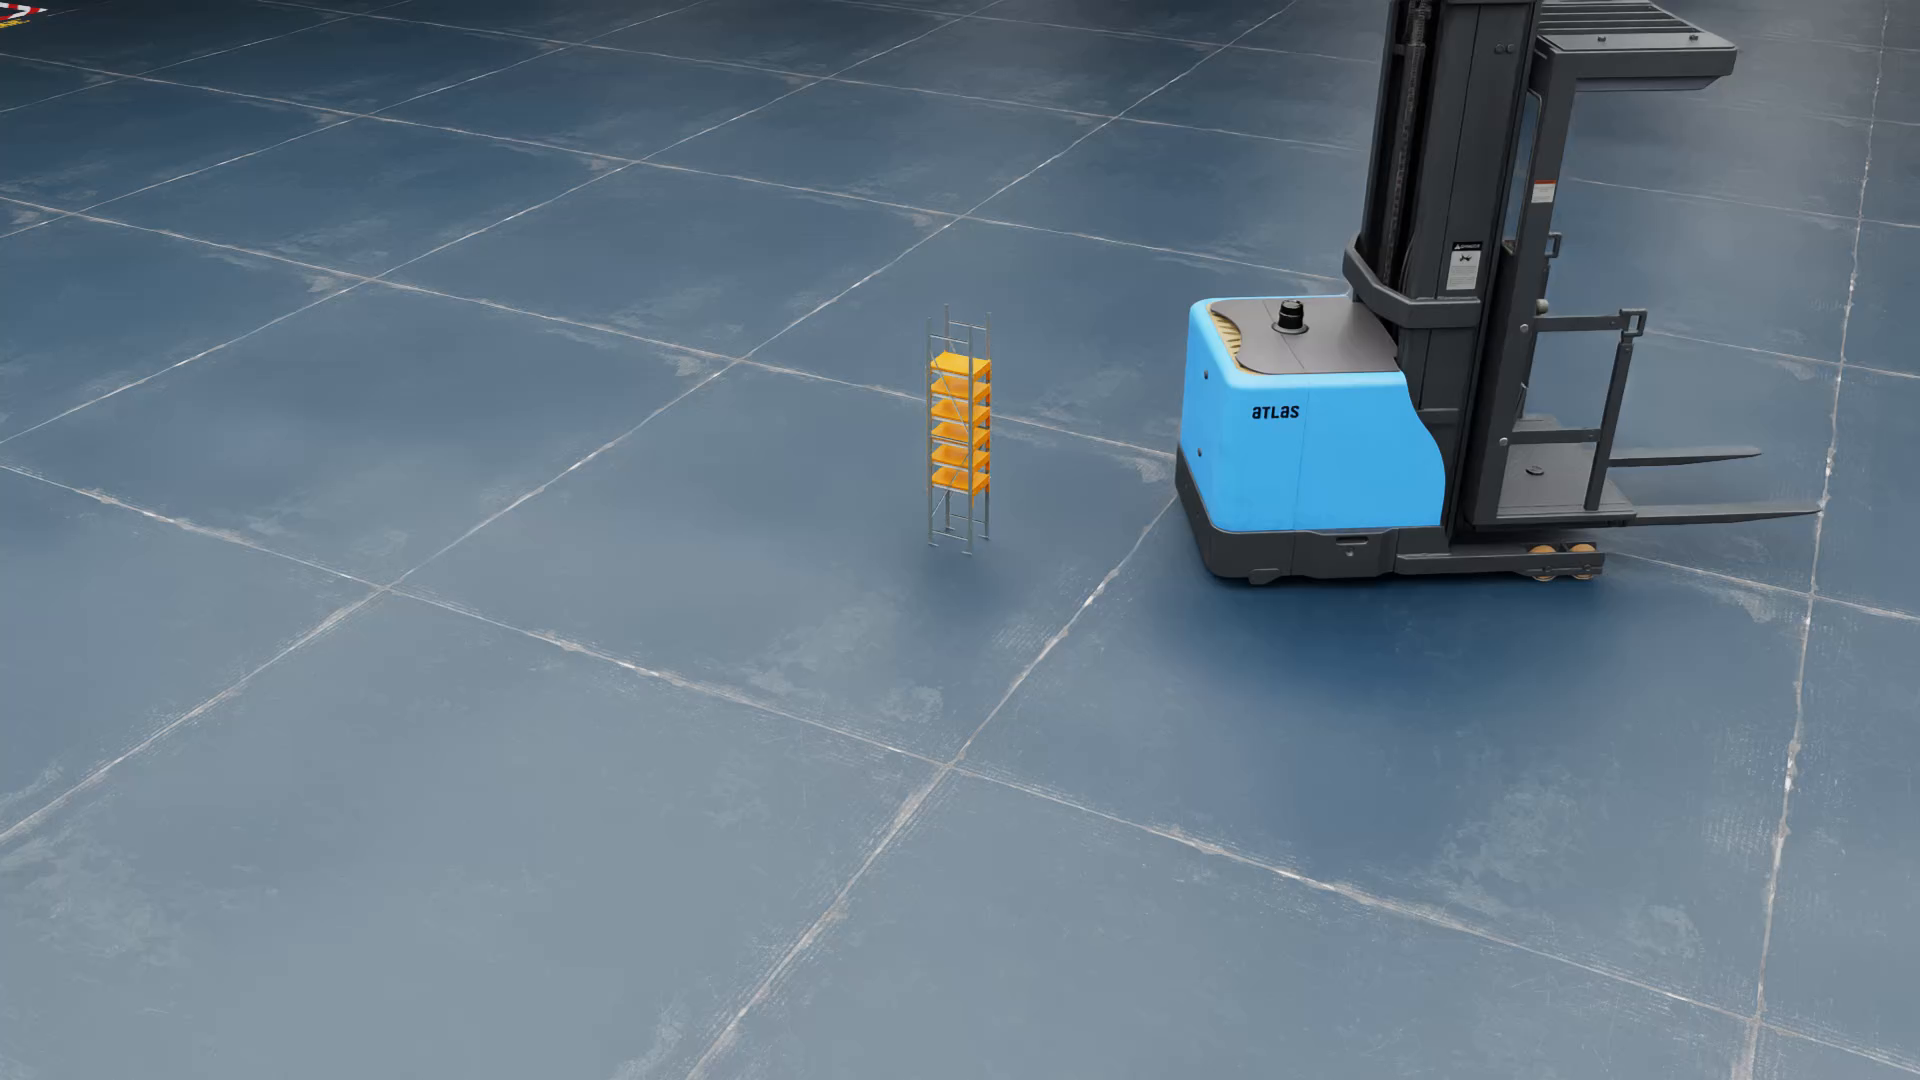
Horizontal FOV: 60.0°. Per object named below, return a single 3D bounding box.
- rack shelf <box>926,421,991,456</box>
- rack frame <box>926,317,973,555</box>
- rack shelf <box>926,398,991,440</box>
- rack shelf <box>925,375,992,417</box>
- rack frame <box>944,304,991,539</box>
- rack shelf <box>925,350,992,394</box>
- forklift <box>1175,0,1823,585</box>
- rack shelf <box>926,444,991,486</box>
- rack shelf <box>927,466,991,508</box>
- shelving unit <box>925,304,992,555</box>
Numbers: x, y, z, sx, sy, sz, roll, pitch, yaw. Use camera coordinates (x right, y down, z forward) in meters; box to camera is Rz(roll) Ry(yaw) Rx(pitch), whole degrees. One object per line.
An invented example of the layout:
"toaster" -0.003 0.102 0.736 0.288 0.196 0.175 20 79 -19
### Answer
"rack shelf" -0.007 -0.475 7.962 0.258 0.103 0.180 14 33 23
"rack frame" -0.048 -0.473 7.869 0.240 1.200 0.006 14 33 23
"rack shelf" -0.007 -0.579 7.902 0.258 0.103 0.180 14 33 23
"rack shelf" -0.007 -0.683 7.843 0.258 0.103 0.180 14 33 23
"rack frame" 0.035 -0.554 8.011 0.240 1.200 0.006 14 33 23
"rack shelf" -0.007 -0.788 7.783 0.258 0.103 0.180 14 33 23
"forklift" 2.652 -1.338 7.637 3.031 2.935 1.130 -2 30 -3
"rack shelf" -0.007 -0.371 8.022 0.258 0.103 0.180 14 33 23
"rack shelf" -0.007 -0.267 8.082 0.258 0.103 0.180 14 33 23
"shelving unit" -0.007 -0.514 7.940 0.258 1.200 0.189 14 33 23
